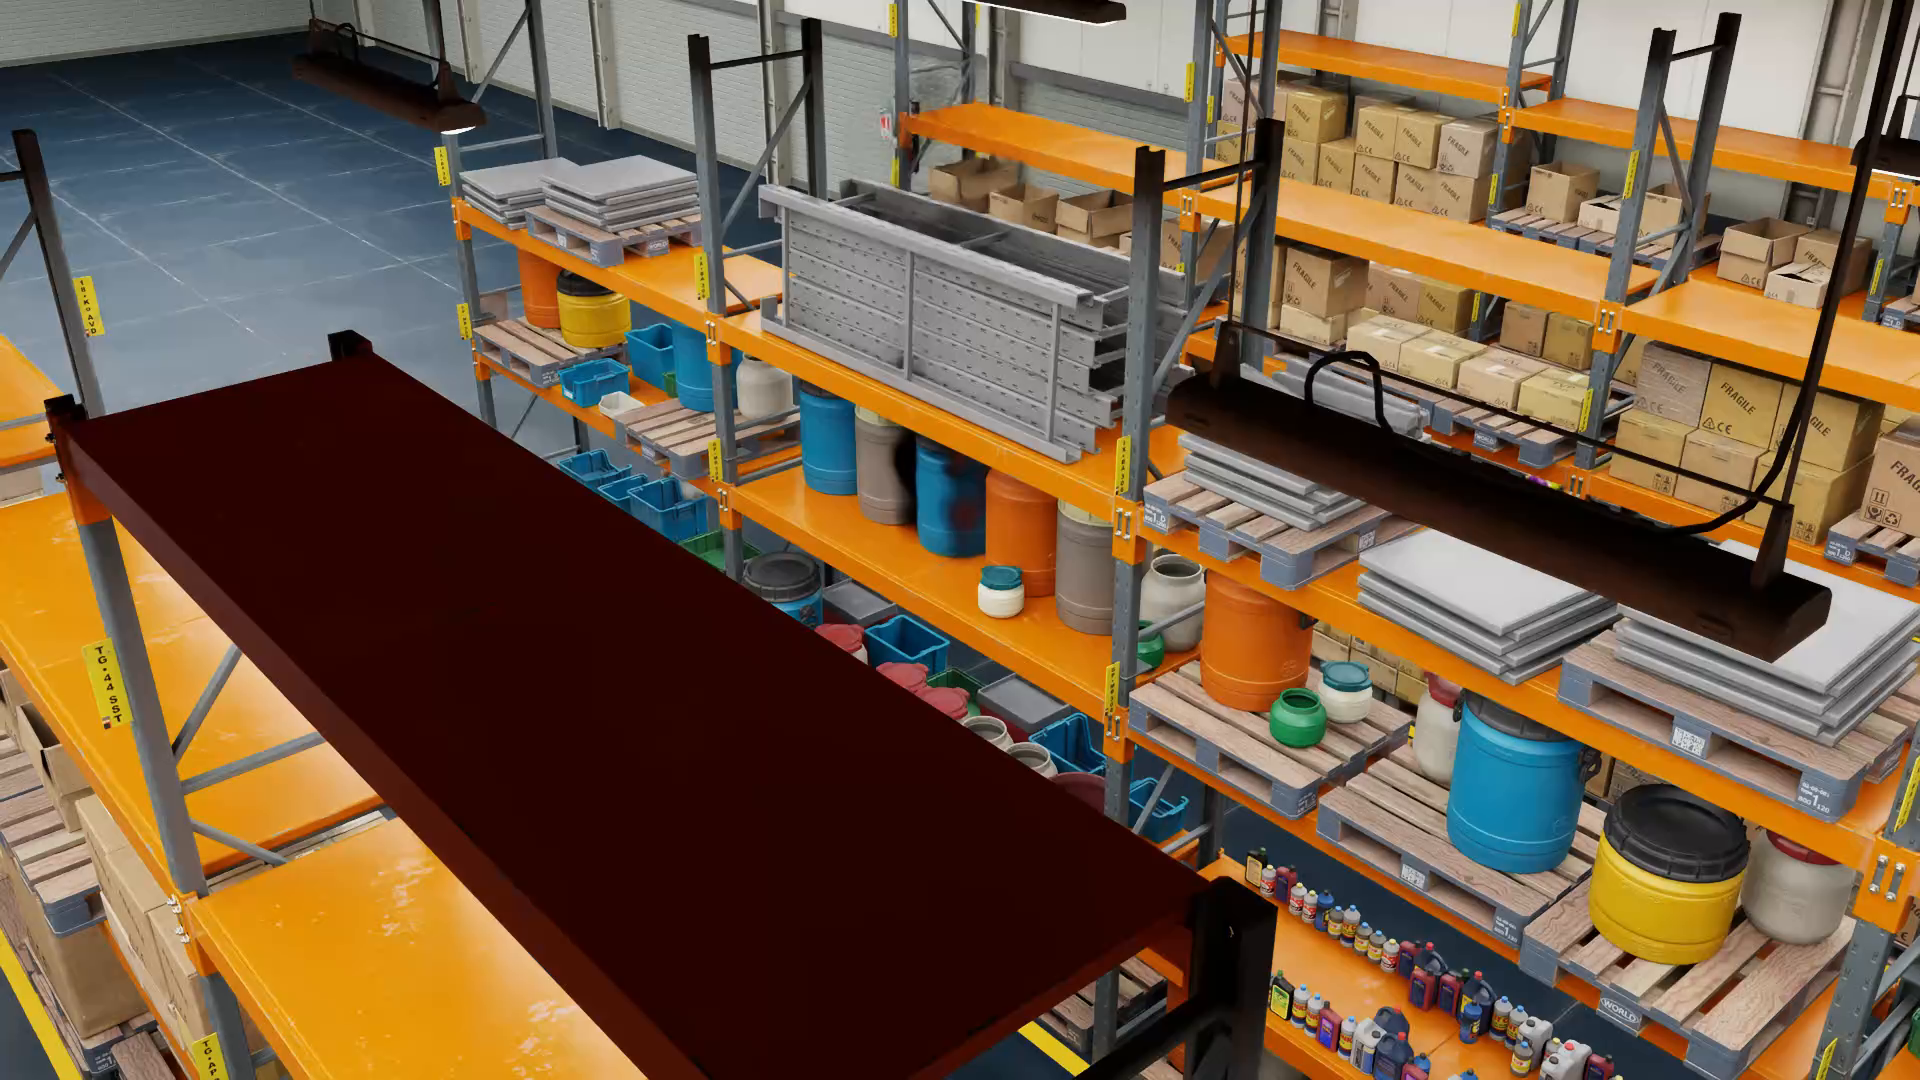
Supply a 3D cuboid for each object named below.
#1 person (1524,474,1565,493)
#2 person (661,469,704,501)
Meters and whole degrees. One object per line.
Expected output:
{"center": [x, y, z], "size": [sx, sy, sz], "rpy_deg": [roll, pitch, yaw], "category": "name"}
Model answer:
{"center": [5.506, -0.177, 15.990], "size": [0.733, 1.805, 0.672], "rpy_deg": [17, 31, 30], "category": "person"}
{"center": [-2.717, -0.489, 16.633], "size": [0.929, 1.645, 0.573], "rpy_deg": [22, 34, 36], "category": "person"}
